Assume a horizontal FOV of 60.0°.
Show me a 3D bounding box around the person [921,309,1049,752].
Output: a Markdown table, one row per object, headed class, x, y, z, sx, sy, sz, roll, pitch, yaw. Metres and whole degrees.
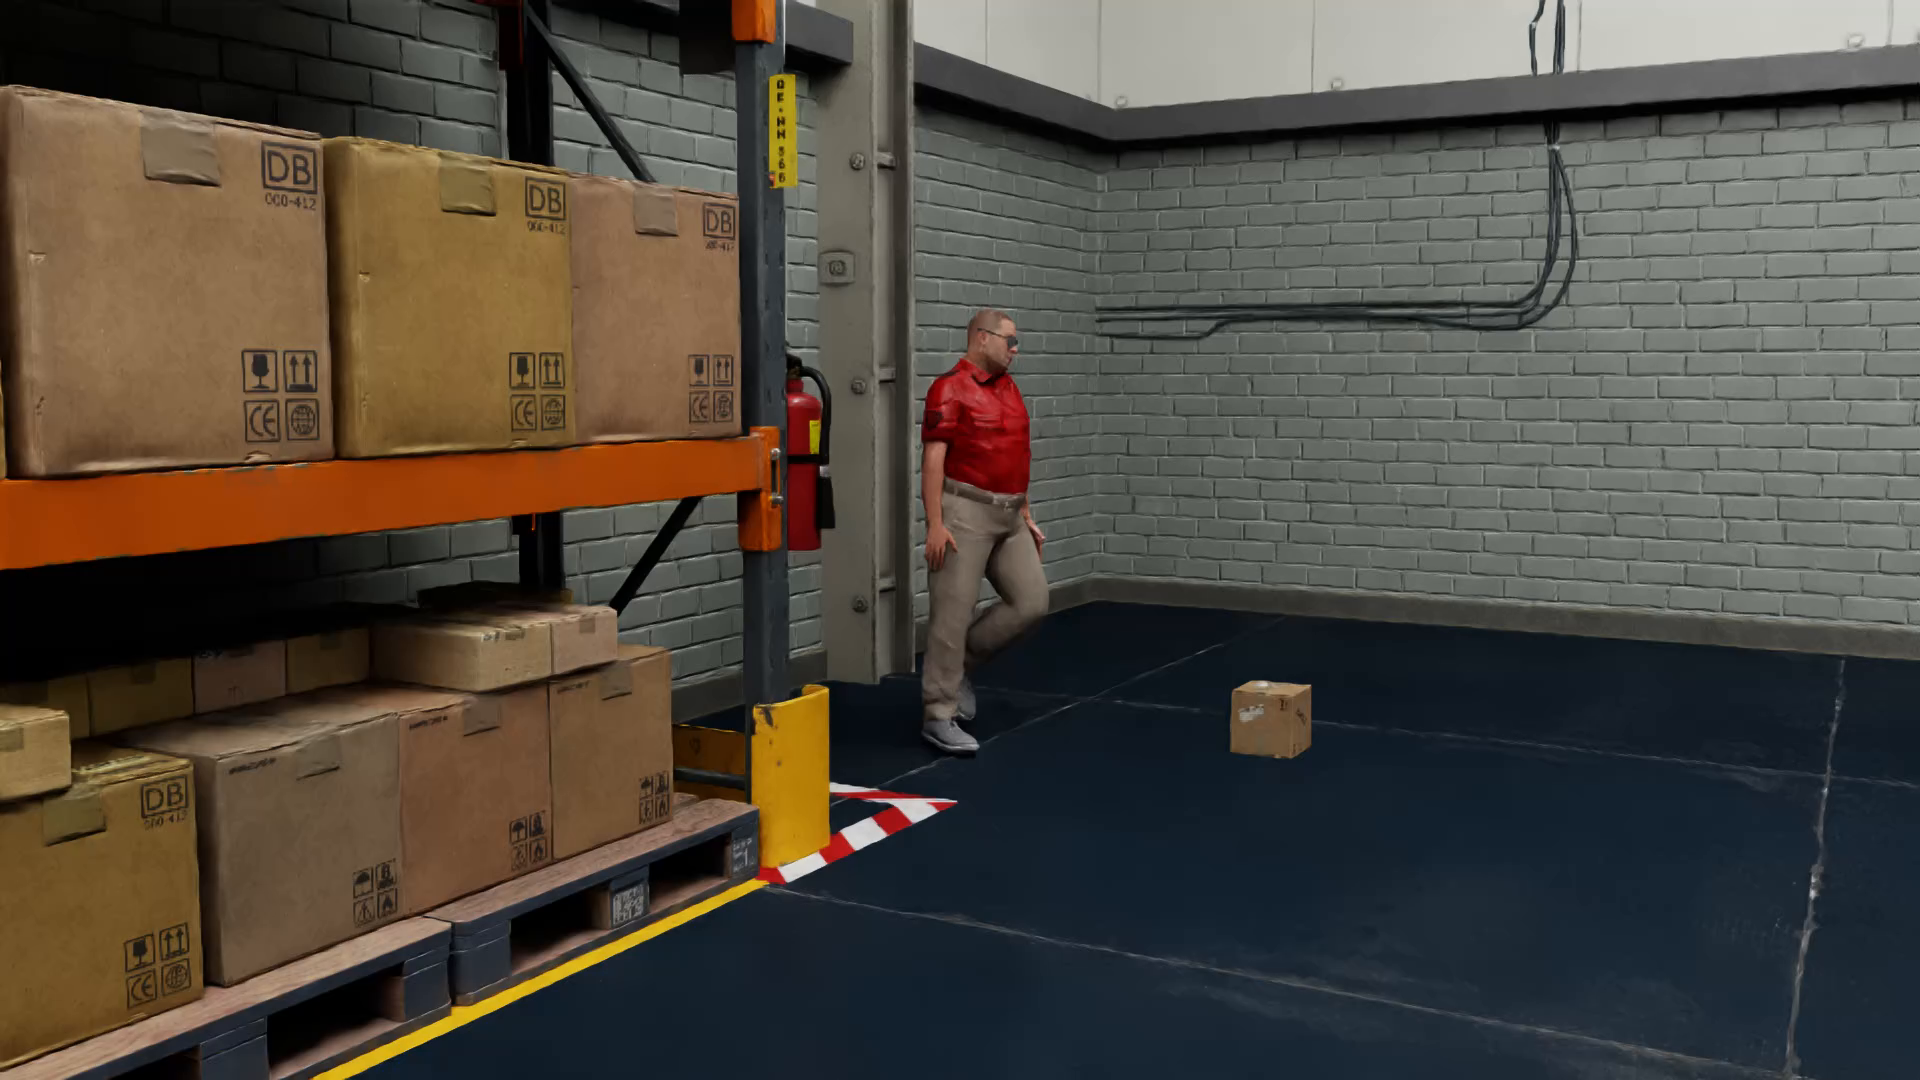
| class | x | y | z | sx | sy | sz | roll | pitch | yaw |
| --- | --- | --- | --- | --- | --- | --- | --- | --- | --- |
| person | 0.048 | -0.025 | 6.697 | 0.493 | 1.640 | 0.631 | 5 | 8 | 39 |
